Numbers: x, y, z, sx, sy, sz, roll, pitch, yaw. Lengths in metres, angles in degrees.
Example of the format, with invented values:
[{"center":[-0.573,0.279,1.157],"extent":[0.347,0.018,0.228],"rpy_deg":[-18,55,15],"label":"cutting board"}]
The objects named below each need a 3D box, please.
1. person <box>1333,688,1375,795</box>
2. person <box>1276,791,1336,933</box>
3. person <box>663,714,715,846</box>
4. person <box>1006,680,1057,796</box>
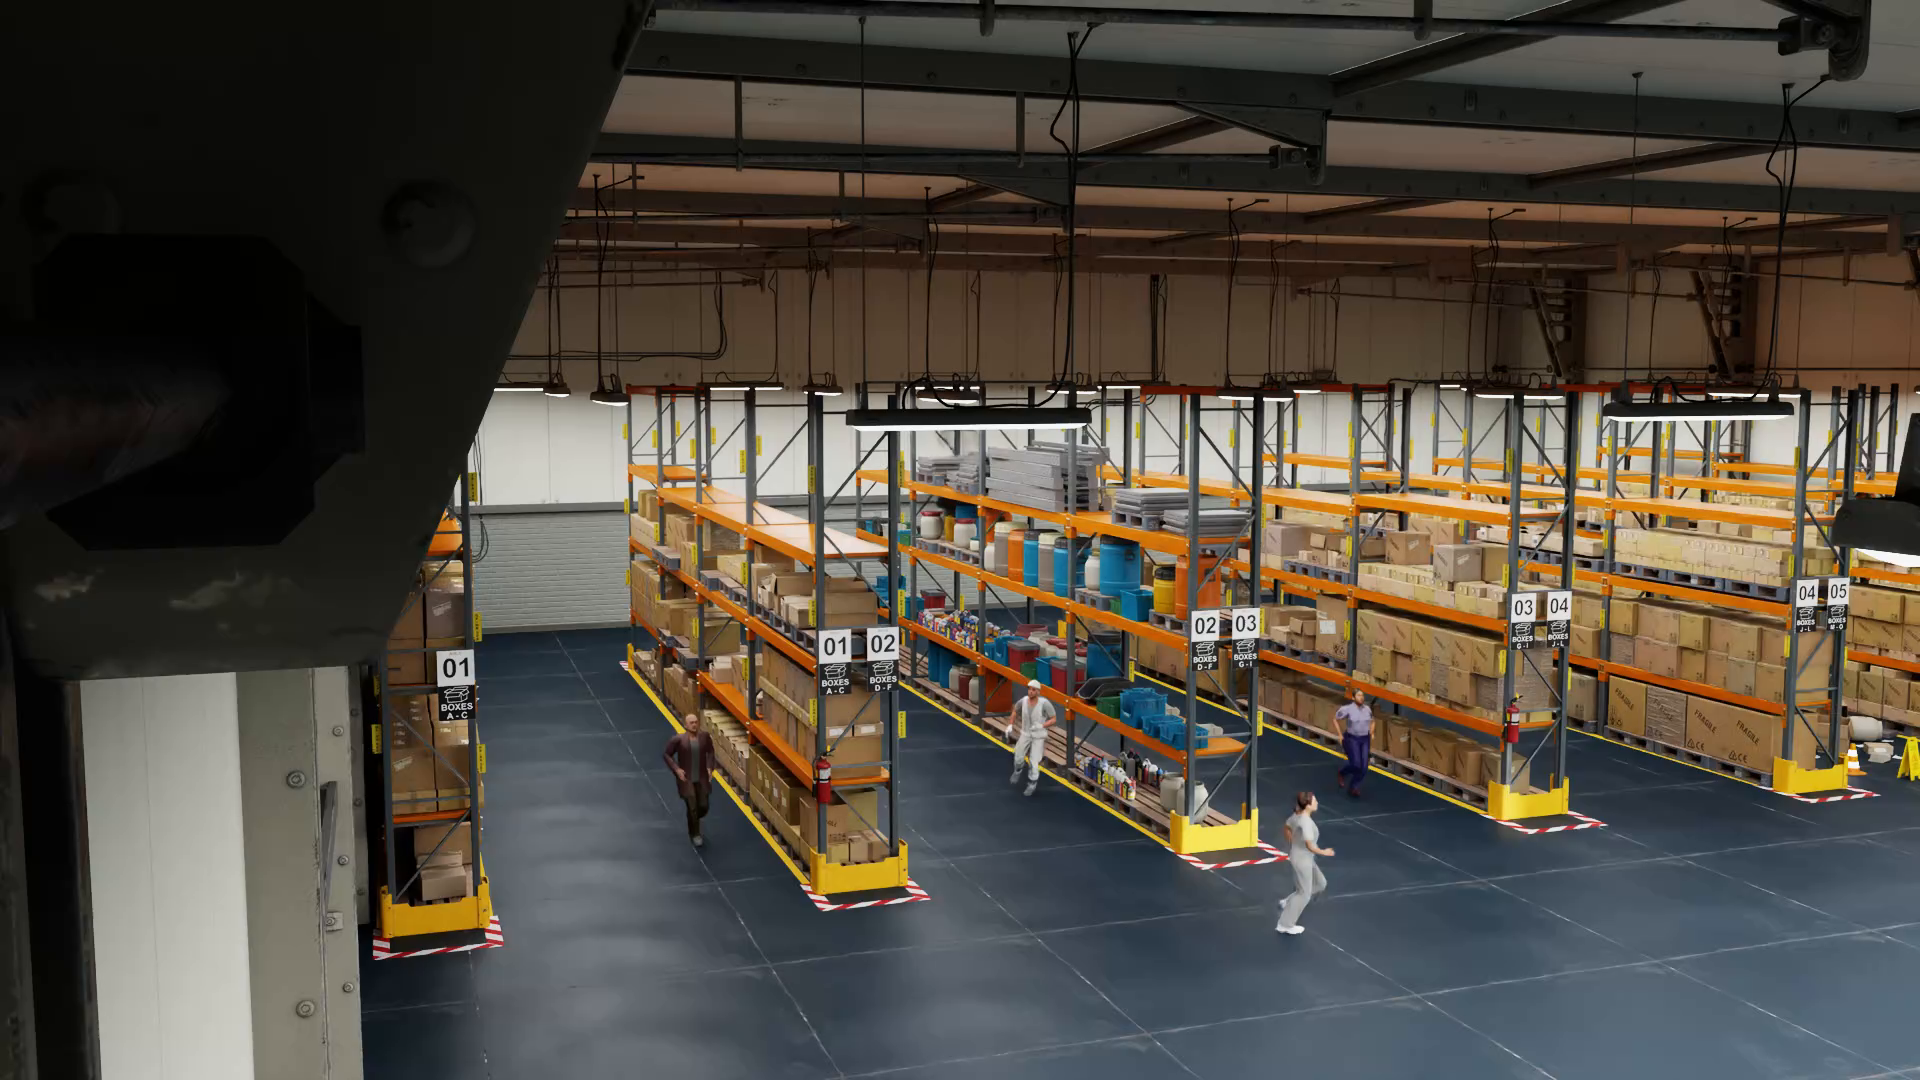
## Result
[{"center":[5.891,3.005,24.628],"extent":[0.614,1.586,0.548],"rpy_deg":[-2,6,-16],"label":"person"},{"center":[3.877,3.599,18.626],"extent":[0.636,1.624,0.543],"rpy_deg":[0,6,1],"label":"person"},{"center":[-3.606,3.175,22.209],"extent":[0.724,1.744,0.645],"rpy_deg":[-3,7,-26],"label":"person"},{"center":[1.050,2.899,24.719],"extent":[0.795,1.666,0.524],"rpy_deg":[1,6,12],"label":"person"}]
